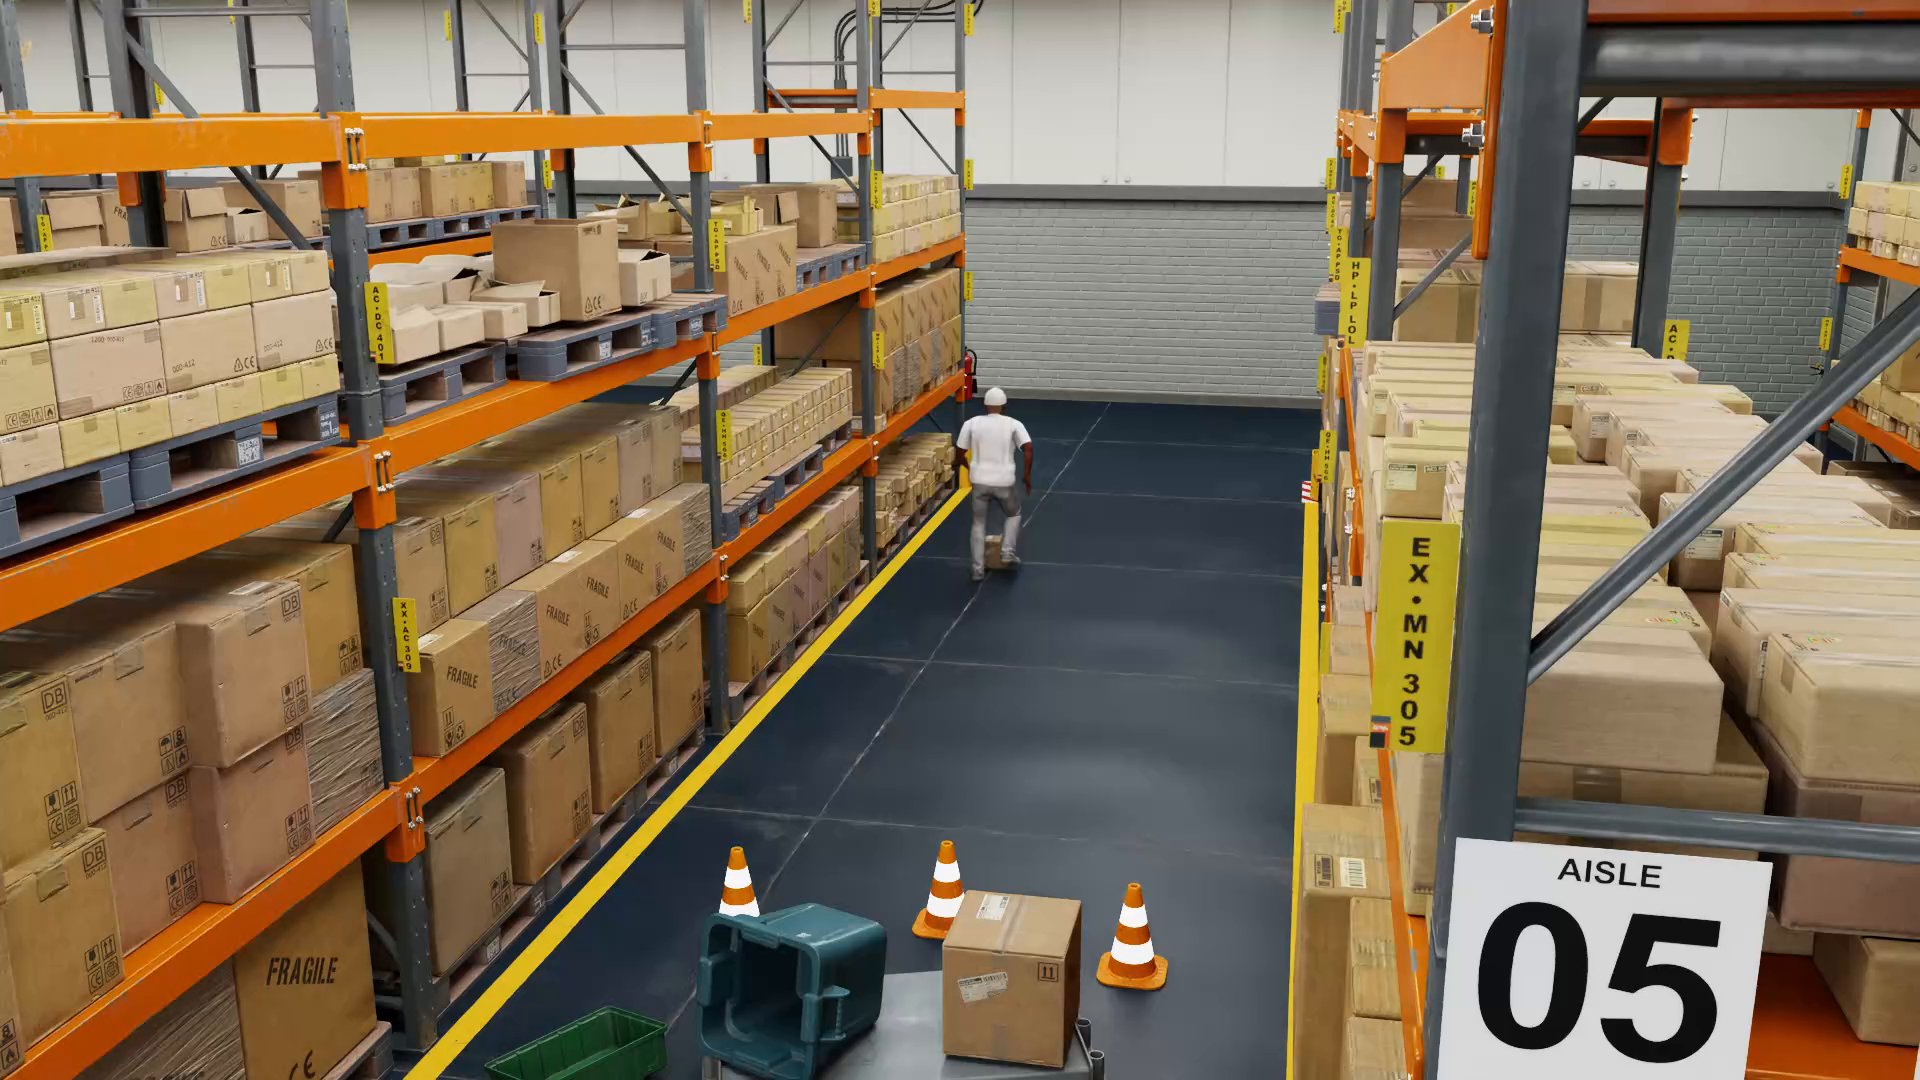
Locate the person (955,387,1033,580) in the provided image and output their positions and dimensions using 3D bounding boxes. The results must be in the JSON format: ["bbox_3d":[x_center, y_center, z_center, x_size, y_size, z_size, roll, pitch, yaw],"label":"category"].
[{"bbox_3d":[0.313,-0.524,15.133,0.726,1.687,0.670,2,15,7],"label":"person"}]
